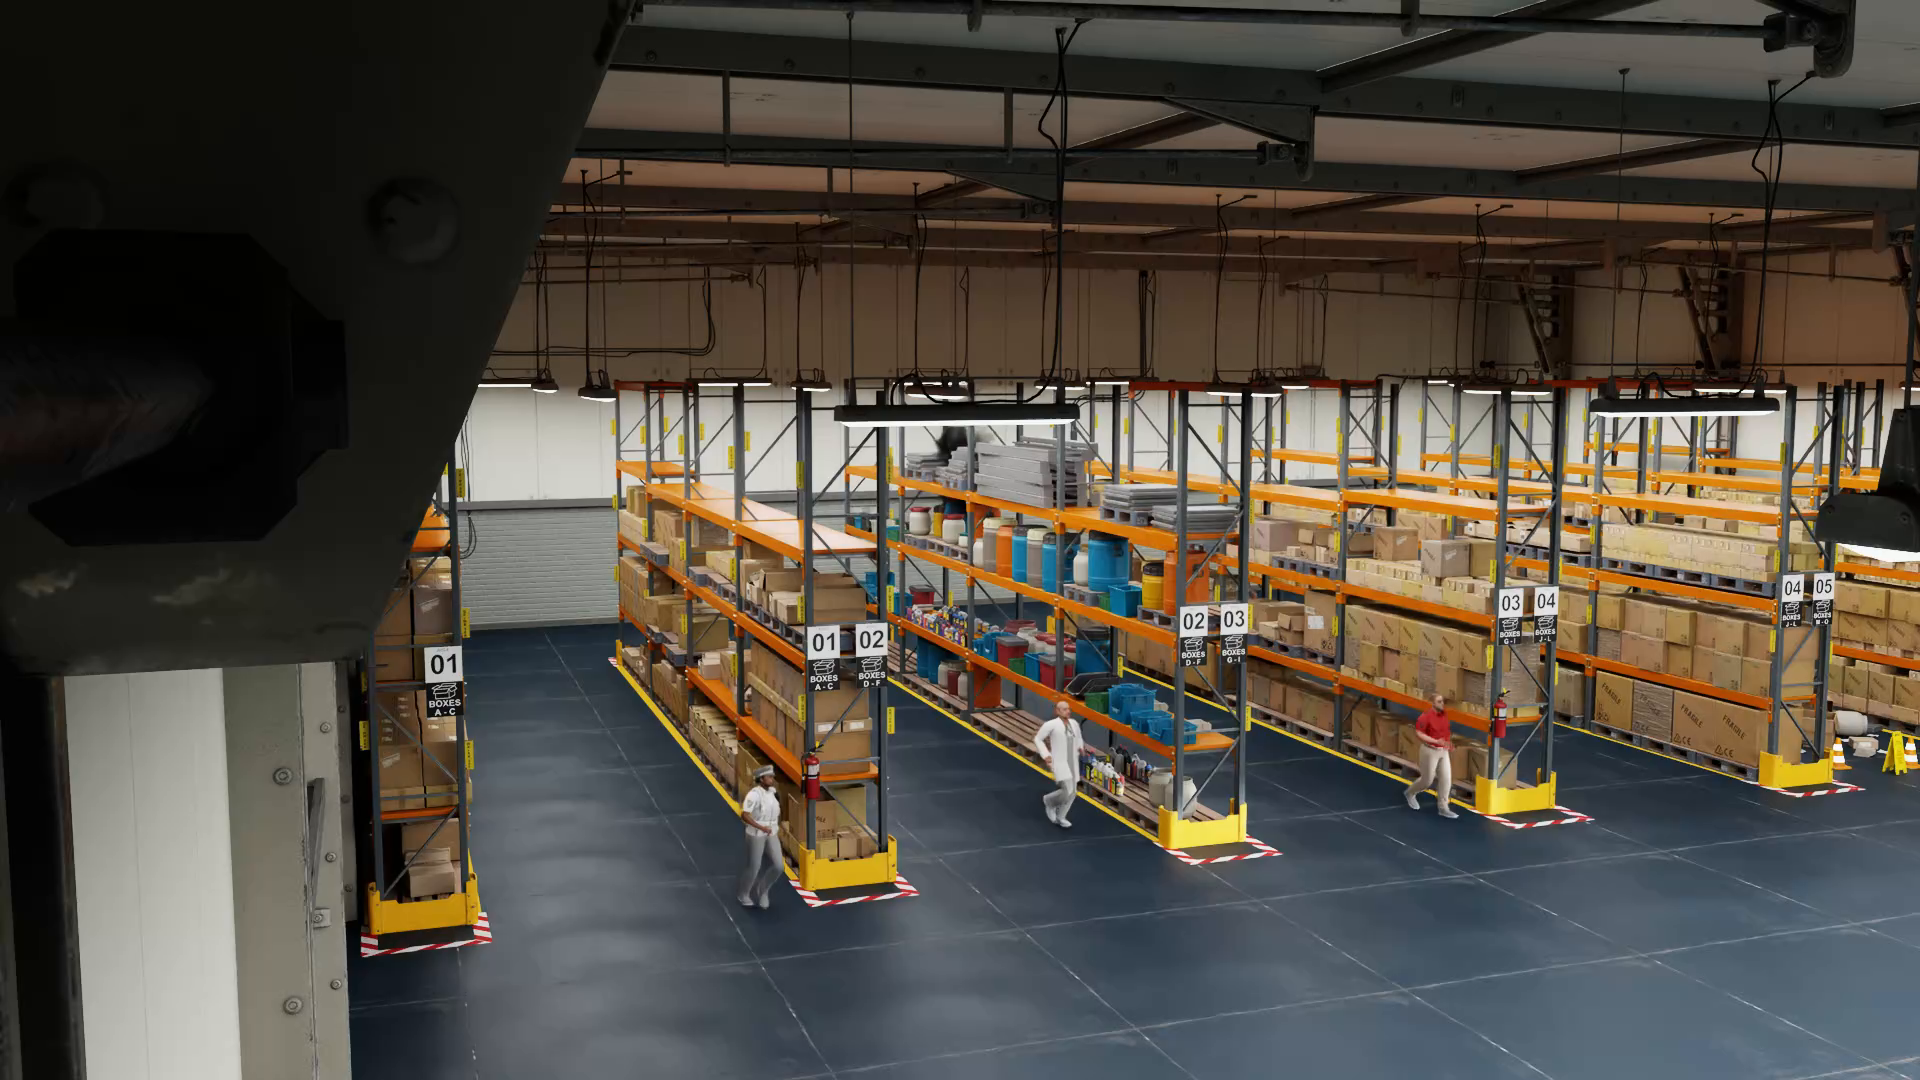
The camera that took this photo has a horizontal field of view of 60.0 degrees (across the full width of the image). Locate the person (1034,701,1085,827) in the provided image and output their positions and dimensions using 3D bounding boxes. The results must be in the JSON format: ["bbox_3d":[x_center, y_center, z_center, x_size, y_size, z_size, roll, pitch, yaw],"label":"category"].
[{"bbox_3d":[1.439,3.069,22.690,0.701,1.735,0.624,-4,7,-36],"label":"person"}]

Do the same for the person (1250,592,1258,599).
[{"bbox_3d":[6.054,1.897,34.291,0.546,1.640,0.676,-3,7,-25],"label":"person"}]

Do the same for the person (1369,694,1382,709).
[{"bbox_3d":[7.667,2.258,30.287,0.672,1.813,0.715,-3,7,-24],"label":"person"}]

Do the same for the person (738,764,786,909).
[{"bbox_3d":[-2.270,3.458,19.444,0.648,1.679,0.592,-6,8,-44],"label":"person"}]

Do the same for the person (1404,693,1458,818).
[{"bbox_3d":[6.653,2.993,23.354,0.686,1.702,0.871,-3,7,-30],"label":"person"}]
